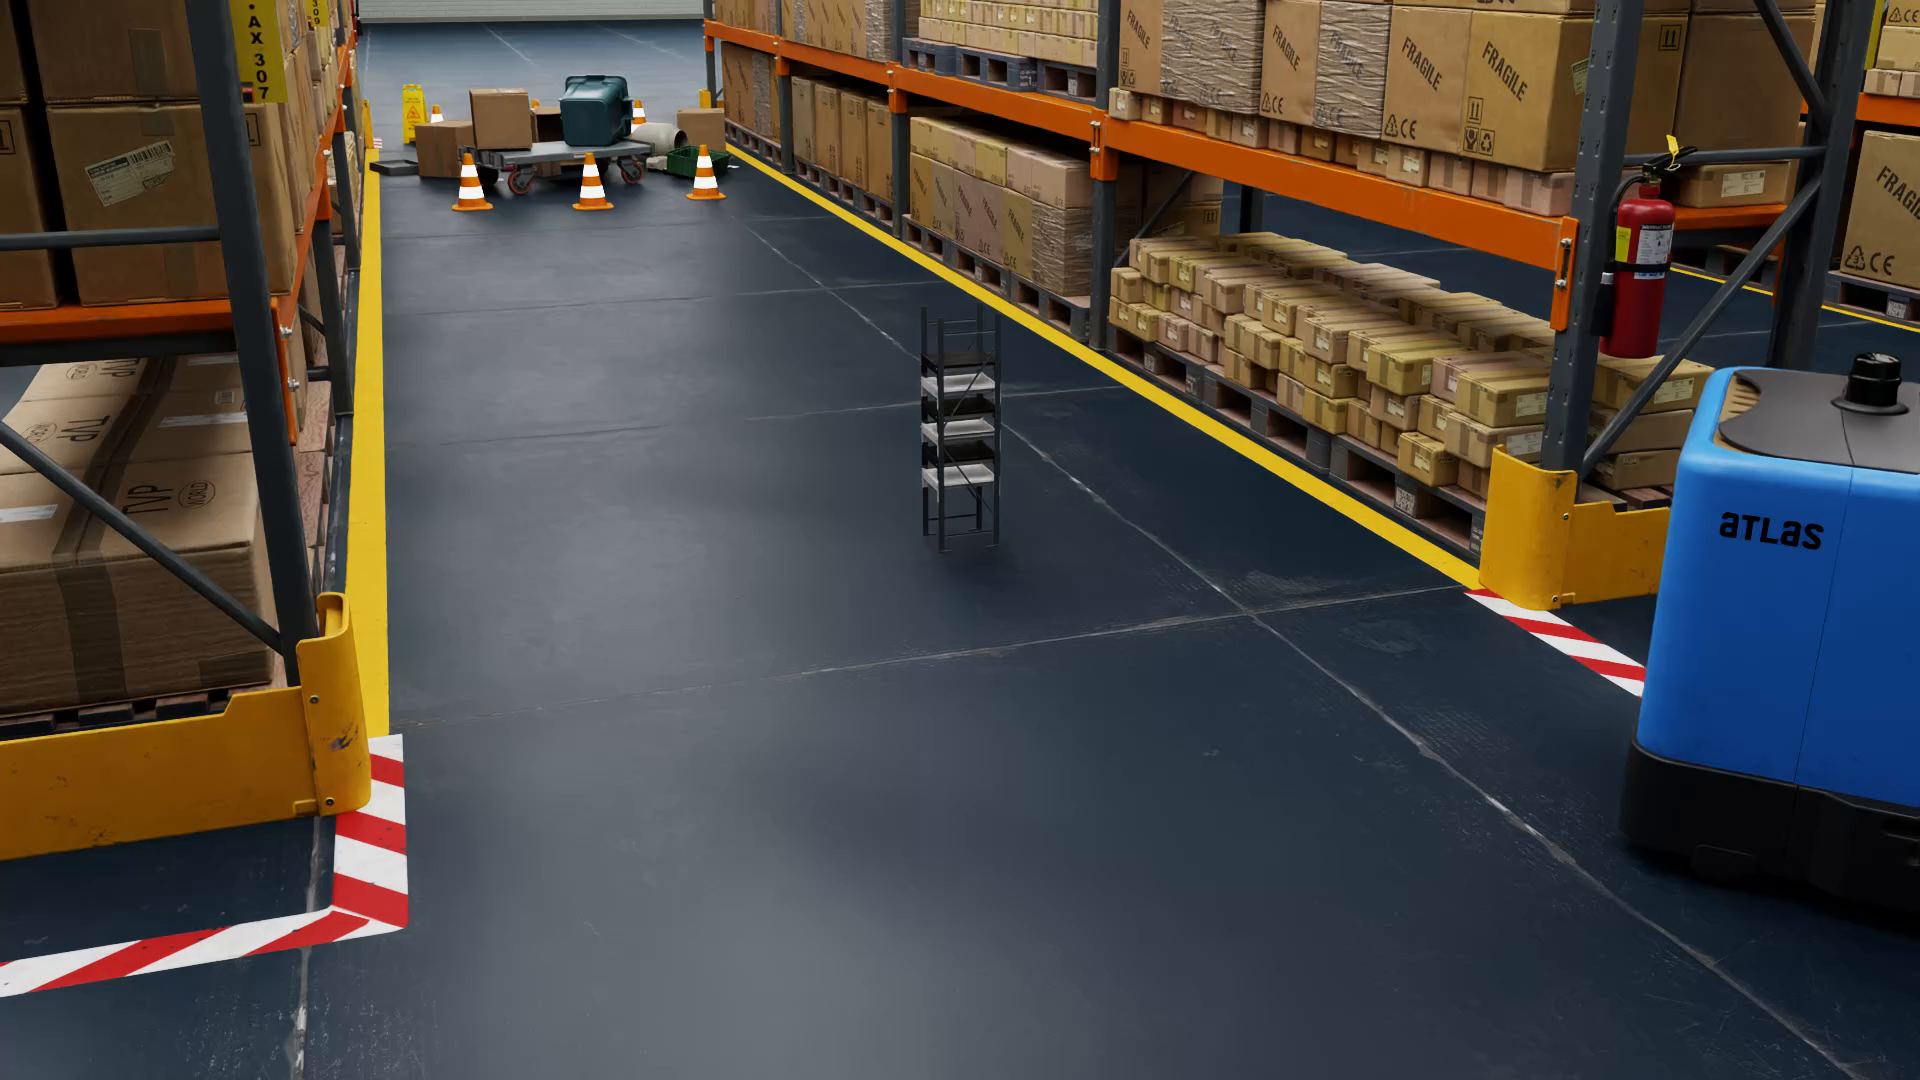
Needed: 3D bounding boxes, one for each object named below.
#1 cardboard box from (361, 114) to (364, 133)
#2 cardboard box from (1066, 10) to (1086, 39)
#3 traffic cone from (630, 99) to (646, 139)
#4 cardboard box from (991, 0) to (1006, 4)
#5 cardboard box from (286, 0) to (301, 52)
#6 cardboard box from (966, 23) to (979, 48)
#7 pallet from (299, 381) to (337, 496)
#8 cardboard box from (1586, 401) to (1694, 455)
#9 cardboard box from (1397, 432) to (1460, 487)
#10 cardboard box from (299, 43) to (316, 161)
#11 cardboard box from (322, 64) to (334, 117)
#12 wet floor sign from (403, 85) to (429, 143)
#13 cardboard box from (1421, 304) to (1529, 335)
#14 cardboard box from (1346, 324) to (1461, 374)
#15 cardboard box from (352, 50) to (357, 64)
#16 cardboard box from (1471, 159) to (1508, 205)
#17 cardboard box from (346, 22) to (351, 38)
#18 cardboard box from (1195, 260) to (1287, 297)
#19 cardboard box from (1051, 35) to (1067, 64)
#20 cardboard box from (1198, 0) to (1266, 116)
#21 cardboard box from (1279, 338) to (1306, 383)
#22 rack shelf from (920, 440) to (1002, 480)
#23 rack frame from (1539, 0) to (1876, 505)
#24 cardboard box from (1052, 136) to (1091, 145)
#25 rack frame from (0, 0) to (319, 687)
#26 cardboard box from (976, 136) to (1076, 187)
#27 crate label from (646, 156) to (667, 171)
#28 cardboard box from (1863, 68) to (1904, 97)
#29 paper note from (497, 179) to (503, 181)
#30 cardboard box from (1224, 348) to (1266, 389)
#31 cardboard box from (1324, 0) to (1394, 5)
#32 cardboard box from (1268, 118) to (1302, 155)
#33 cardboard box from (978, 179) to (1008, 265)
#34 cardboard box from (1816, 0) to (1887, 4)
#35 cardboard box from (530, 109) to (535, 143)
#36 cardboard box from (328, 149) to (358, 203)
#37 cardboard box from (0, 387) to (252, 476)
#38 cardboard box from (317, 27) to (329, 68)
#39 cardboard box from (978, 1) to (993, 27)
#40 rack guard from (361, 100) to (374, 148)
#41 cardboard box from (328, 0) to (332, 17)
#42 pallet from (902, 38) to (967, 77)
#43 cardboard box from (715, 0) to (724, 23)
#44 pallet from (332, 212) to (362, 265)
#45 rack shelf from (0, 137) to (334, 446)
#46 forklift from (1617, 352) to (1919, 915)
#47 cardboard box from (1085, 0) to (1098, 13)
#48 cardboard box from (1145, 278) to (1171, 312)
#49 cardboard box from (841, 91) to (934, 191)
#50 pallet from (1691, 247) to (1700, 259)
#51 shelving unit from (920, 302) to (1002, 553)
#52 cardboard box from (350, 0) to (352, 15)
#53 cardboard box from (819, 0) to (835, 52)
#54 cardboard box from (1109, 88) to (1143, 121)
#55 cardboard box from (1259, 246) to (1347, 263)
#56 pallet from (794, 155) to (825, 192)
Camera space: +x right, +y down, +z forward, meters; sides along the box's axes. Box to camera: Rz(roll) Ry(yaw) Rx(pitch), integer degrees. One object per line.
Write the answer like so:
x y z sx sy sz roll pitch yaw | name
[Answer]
-6.549 -4.335 17.496 0.500 0.250 0.500 -6 21 -17 | cardboard box
0.829 -2.948 9.496 0.380 0.149 0.250 -6 21 -17 | cardboard box
-3.727 -4.873 19.299 0.336 0.463 0.334 -6 21 -17 | traffic cone
0.419 -3.509 10.620 0.380 0.149 0.250 -7 21 -18 | cardboard box
-2.711 -2.048 6.055 0.500 0.500 0.500 -6 21 -16 | cardboard box
0.259 -3.391 11.170 0.380 0.149 0.250 -6 21 -15 | cardboard box
-3.277 -0.414 7.257 1.003 0.211 1.213 -6 21 -17 | pallet
2.562 -0.445 6.374 0.380 0.149 0.250 -5 20 -15 | cardboard box
1.942 -0.328 6.489 0.380 0.149 0.250 -6 21 -16 | cardboard box
-2.886 -1.740 6.675 0.500 0.500 0.500 -7 21 -19 | cardboard box
-3.639 -2.410 8.910 0.500 0.250 0.500 -7 21 -18 | cardboard box
-6.257 -4.896 19.094 0.267 0.644 0.232 1 20 2 | wet floor sign
2.248 -0.925 7.270 0.380 0.149 0.250 -6 20 -15 | cardboard box
1.828 -0.779 6.863 0.380 0.149 0.250 -7 21 -19 | cardboard box
-6.535 -5.051 17.420 0.380 0.149 0.250 -6 21 -16 | cardboard box
2.070 -1.294 5.953 0.380 0.149 0.250 -6 21 -17 | cardboard box
-6.144 -4.975 16.201 0.380 0.149 0.250 -6 21 -17 | cardboard box
1.397 -1.289 8.283 0.380 0.149 0.250 -7 21 -19 | cardboard box
0.754 -2.887 9.766 0.380 0.149 0.250 -6 21 -17 | cardboard box
1.429 -2.215 7.558 0.500 0.500 0.500 -7 21 -18 | cardboard box
1.643 -0.804 7.374 0.380 0.149 0.250 -5 20 -14 | cardboard box
0.003 -0.305 6.299 0.258 0.077 0.200 -6 21 -17 | rack shelf
2.483 -1.254 5.469 1.000 3.000 0.127 -6 21 -17 | rack frame
0.918 -2.511 10.938 0.500 0.250 0.500 -6 20 -15 | cardboard box
-2.185 -0.695 3.915 1.000 3.000 0.127 -6 21 -17 | rack frame
0.423 -2.458 10.790 0.500 0.250 0.500 -7 21 -20 | cardboard box
-3.020 -3.802 16.798 0.250 0.136 0.298 12 23 30 | crate label
5.743 -2.783 10.100 0.380 0.149 0.250 -6 21 -17 | cardboard box
-4.503 -3.500 16.116 0.148 0.019 0.142 -6 21 -17 | paper note
1.481 -0.830 7.886 0.380 0.149 0.250 -7 21 -19 | cardboard box
1.772 -2.360 6.483 0.500 0.500 0.500 -5 20 -14 | cardboard box
1.592 -1.795 7.348 0.380 0.149 0.250 -6 21 -15 | cardboard box
0.436 -2.099 10.899 0.500 0.500 0.500 -7 21 -18 | cardboard box
5.757 -3.755 10.802 0.797 0.503 0.637 -7 21 -19 | cardboard box
-4.258 -4.360 17.811 0.637 0.503 0.797 12 23 30 | cardboard box
-5.340 -2.886 13.279 0.950 0.372 0.625 -6 21 -15 | cardboard box
-2.783 -0.181 5.652 0.875 0.438 0.875 -6 21 -16 | cardboard box
-3.636 -2.644 8.822 0.500 0.250 0.500 -6 21 -17 | cardboard box
0.336 -3.451 10.897 0.380 0.149 0.250 -7 21 -18 | cardboard box
-7.190 -4.629 18.564 1.175 0.500 0.348 -6 21 -17 | rack guard
-4.791 -3.983 11.858 0.500 0.500 0.500 -5 20 -14 | cardboard box
0.294 -3.513 12.044 1.213 0.211 1.003 -6 21 -17 | pallet
-2.386 -6.344 19.421 0.875 0.550 0.550 -6 21 -17 | cardboard box
-4.943 -2.201 12.232 1.003 0.211 1.213 -6 21 -17 | pallet
-2.813 -0.999 5.823 1.077 0.370 4.000 -6 21 -17 | rack shelf
3.208 -0.492 3.451 3.031 2.935 1.130 10 22 25 | forklift
0.914 -3.005 9.215 0.380 0.149 0.250 -5 20 -15 | cardboard box
1.201 -1.311 8.786 0.380 0.149 0.250 -6 21 -17 | cardboard box
-0.416 -3.445 14.277 1.050 0.750 0.750 -6 21 -16 | cardboard box
5.265 -2.351 12.650 1.003 0.211 1.213 -6 21 -17 | pallet
0.003 -0.421 6.257 0.258 0.900 0.210 -6 21 -17 | shelving unit
-6.781 -5.872 17.739 0.500 0.500 0.500 -7 21 -18 | cardboard box
-0.906 -4.469 14.272 0.500 0.500 0.500 -6 21 -16 | cardboard box
1.004 -2.293 8.736 0.380 0.149 0.250 -6 21 -15 | cardboard box
1.788 -1.430 8.676 0.380 0.149 0.250 -7 21 -18 | cardboard box
-0.975 -3.553 15.995 1.003 0.211 1.213 -6 21 -17 | pallet
